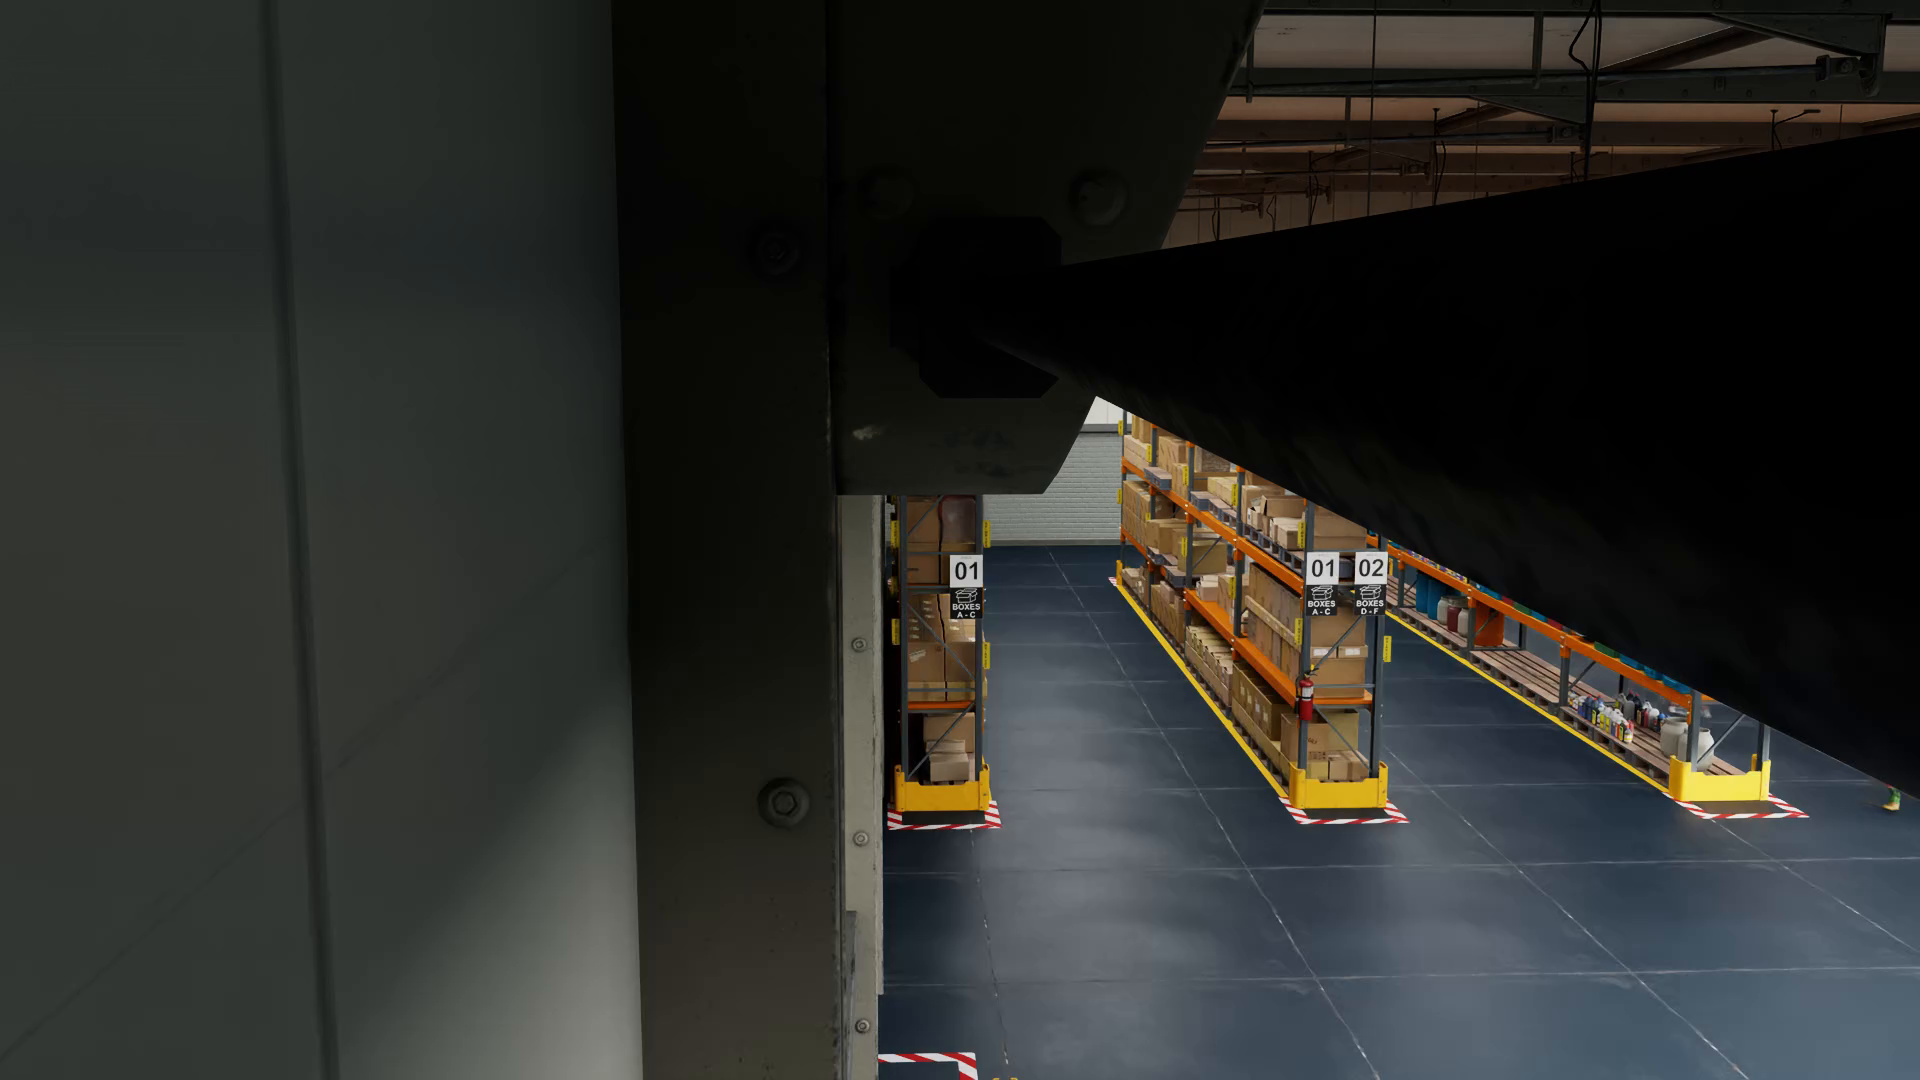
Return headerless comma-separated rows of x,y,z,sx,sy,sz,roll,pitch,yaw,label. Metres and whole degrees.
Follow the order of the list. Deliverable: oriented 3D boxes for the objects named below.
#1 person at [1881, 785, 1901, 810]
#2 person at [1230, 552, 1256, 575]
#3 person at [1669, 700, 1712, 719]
11.783,2.445,20.597,0.498,1.758,1.045,5,10,33,person
5.599,0.740,32.365,0.607,1.808,0.878,0,8,-2,person
11.081,1.818,25.110,0.649,1.675,0.403,5,10,30,person
